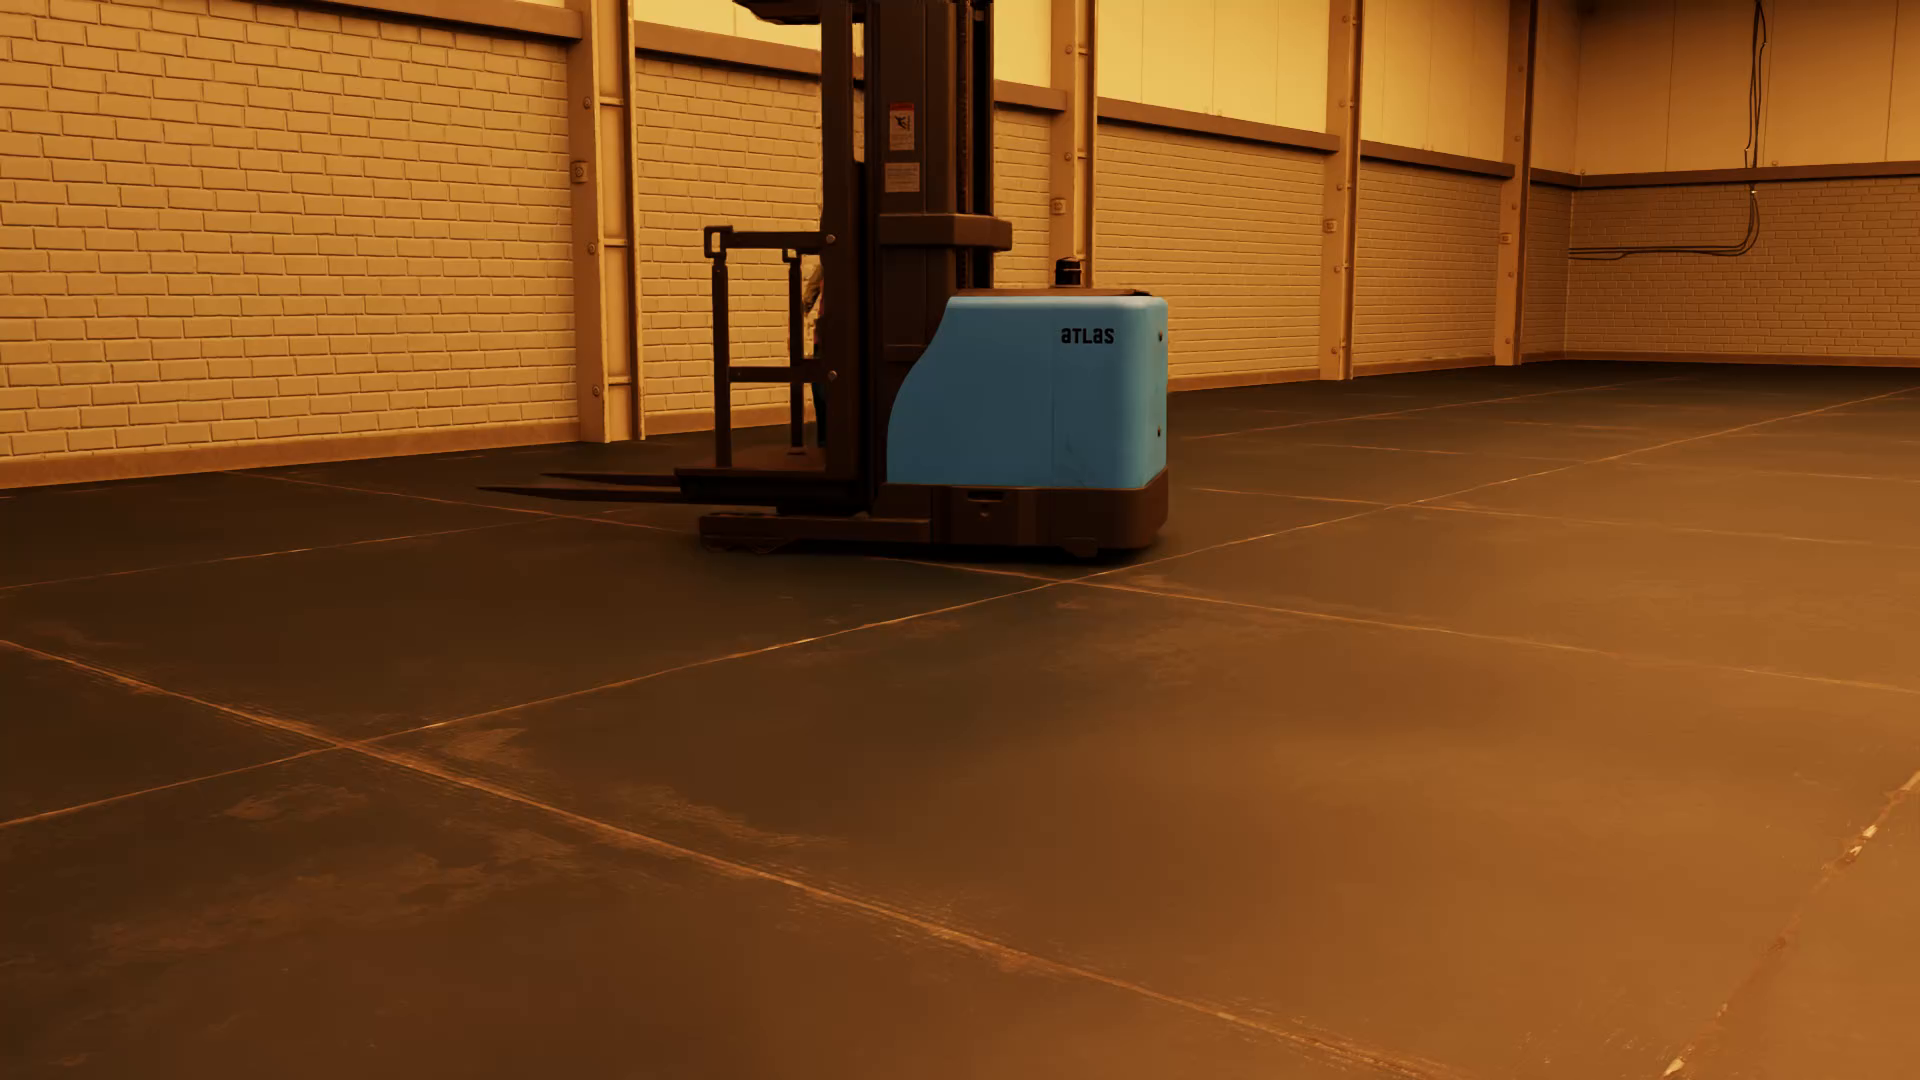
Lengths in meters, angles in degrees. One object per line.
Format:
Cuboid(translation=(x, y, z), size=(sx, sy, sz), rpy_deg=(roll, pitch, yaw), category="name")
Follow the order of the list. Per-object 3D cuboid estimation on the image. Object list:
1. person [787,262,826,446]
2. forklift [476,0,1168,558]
Cuboid(translation=(-0.762, -1.259, 10.803), size=(0.744, 1.569, 0.414), rpy_deg=(1, 8, 5), category="person")
Cuboid(translation=(-0.630, -1.463, 7.282), size=(3.031, 2.935, 1.130), rpy_deg=(2, 9, 13), category="forklift")
